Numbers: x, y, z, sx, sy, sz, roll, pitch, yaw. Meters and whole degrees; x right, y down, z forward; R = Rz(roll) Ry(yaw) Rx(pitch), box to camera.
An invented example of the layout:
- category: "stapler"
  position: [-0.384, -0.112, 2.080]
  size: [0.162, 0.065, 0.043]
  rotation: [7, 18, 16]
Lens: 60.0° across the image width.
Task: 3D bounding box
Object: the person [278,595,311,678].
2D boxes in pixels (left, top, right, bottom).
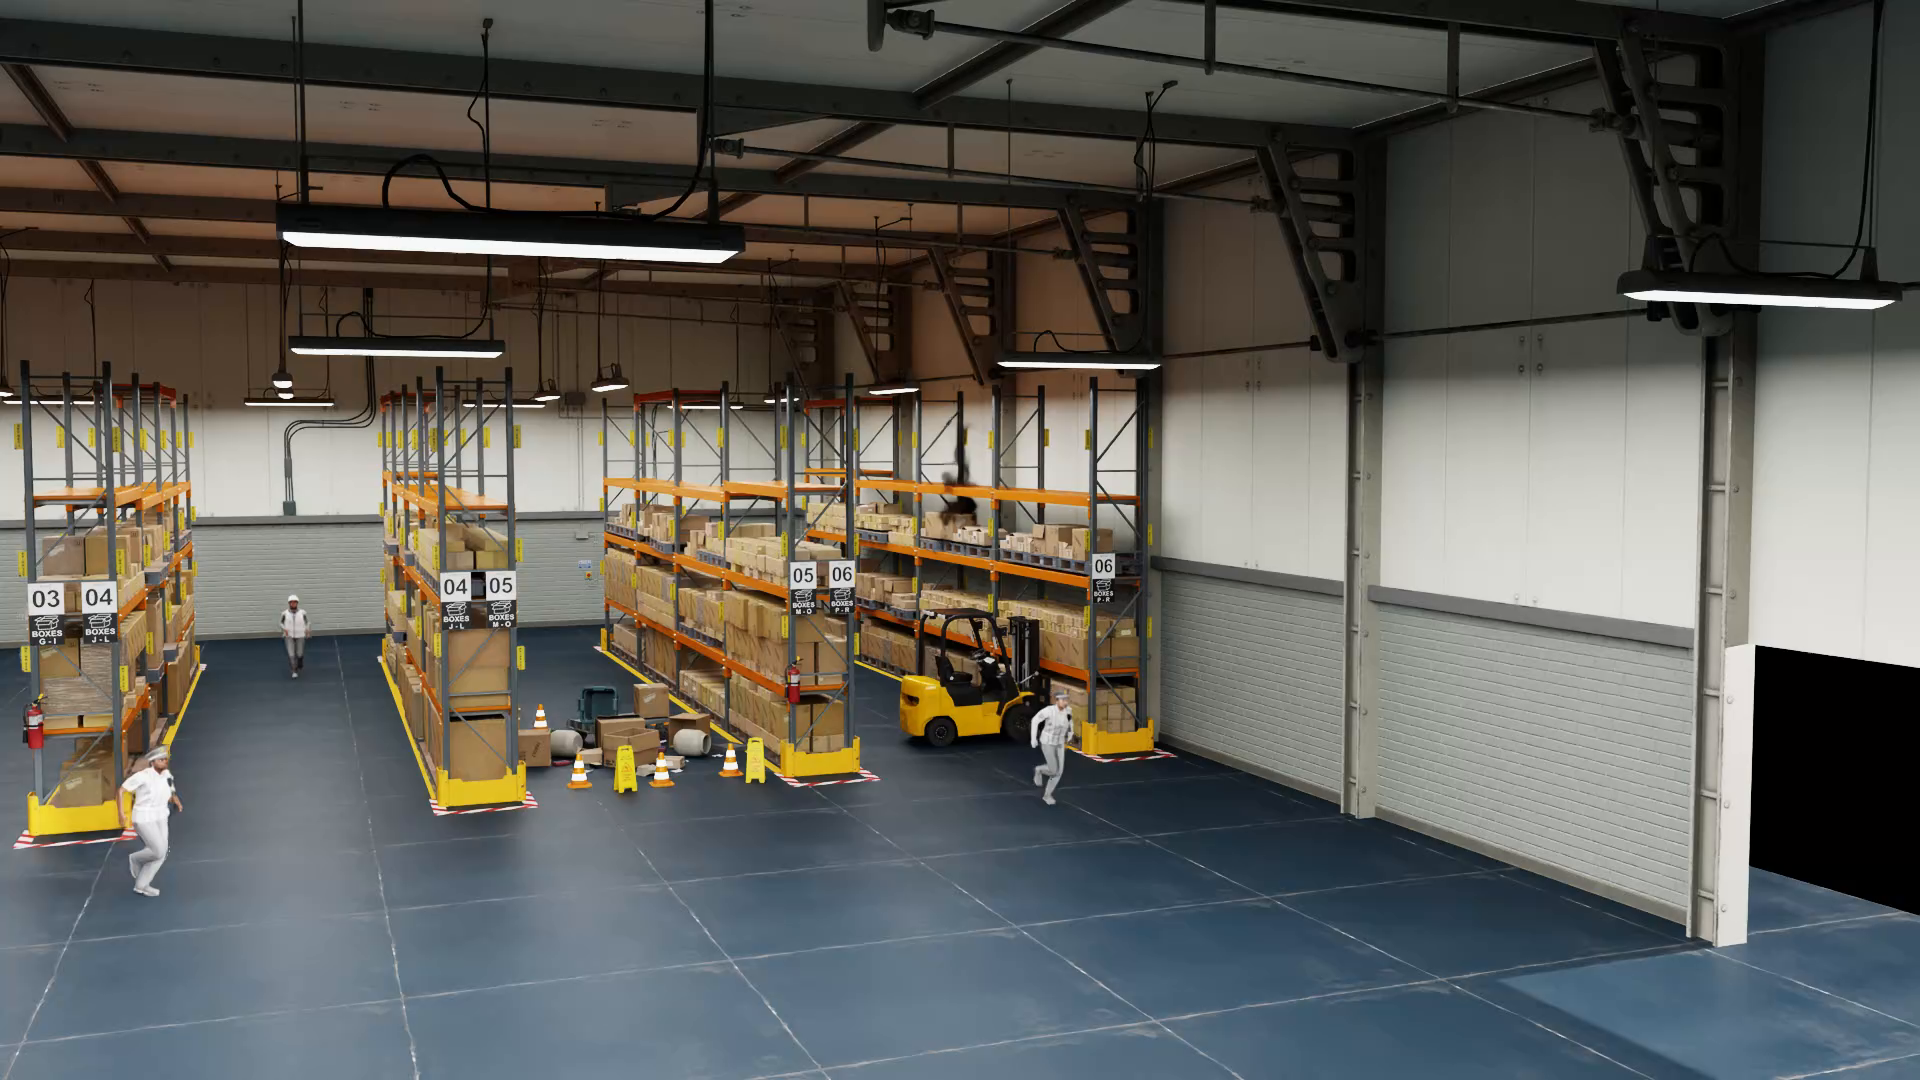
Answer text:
- category: "person"
  position: [-14.054, 2.036, 35.120]
  size: [0.661, 1.731, 0.585]
  rotation: [-1, 4, -21]

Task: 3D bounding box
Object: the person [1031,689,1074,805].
- category: "person"
  position: [1.278, 2.836, 22.973]
  size: [0.608, 1.616, 0.691]
  rotation: [-2, 4, -34]

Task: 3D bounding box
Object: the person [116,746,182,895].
- category: "person"
  position: [-8.860, 3.090, 18.289]
  size: [0.625, 1.648, 0.617]
  rotation: [1, 4, 21]
